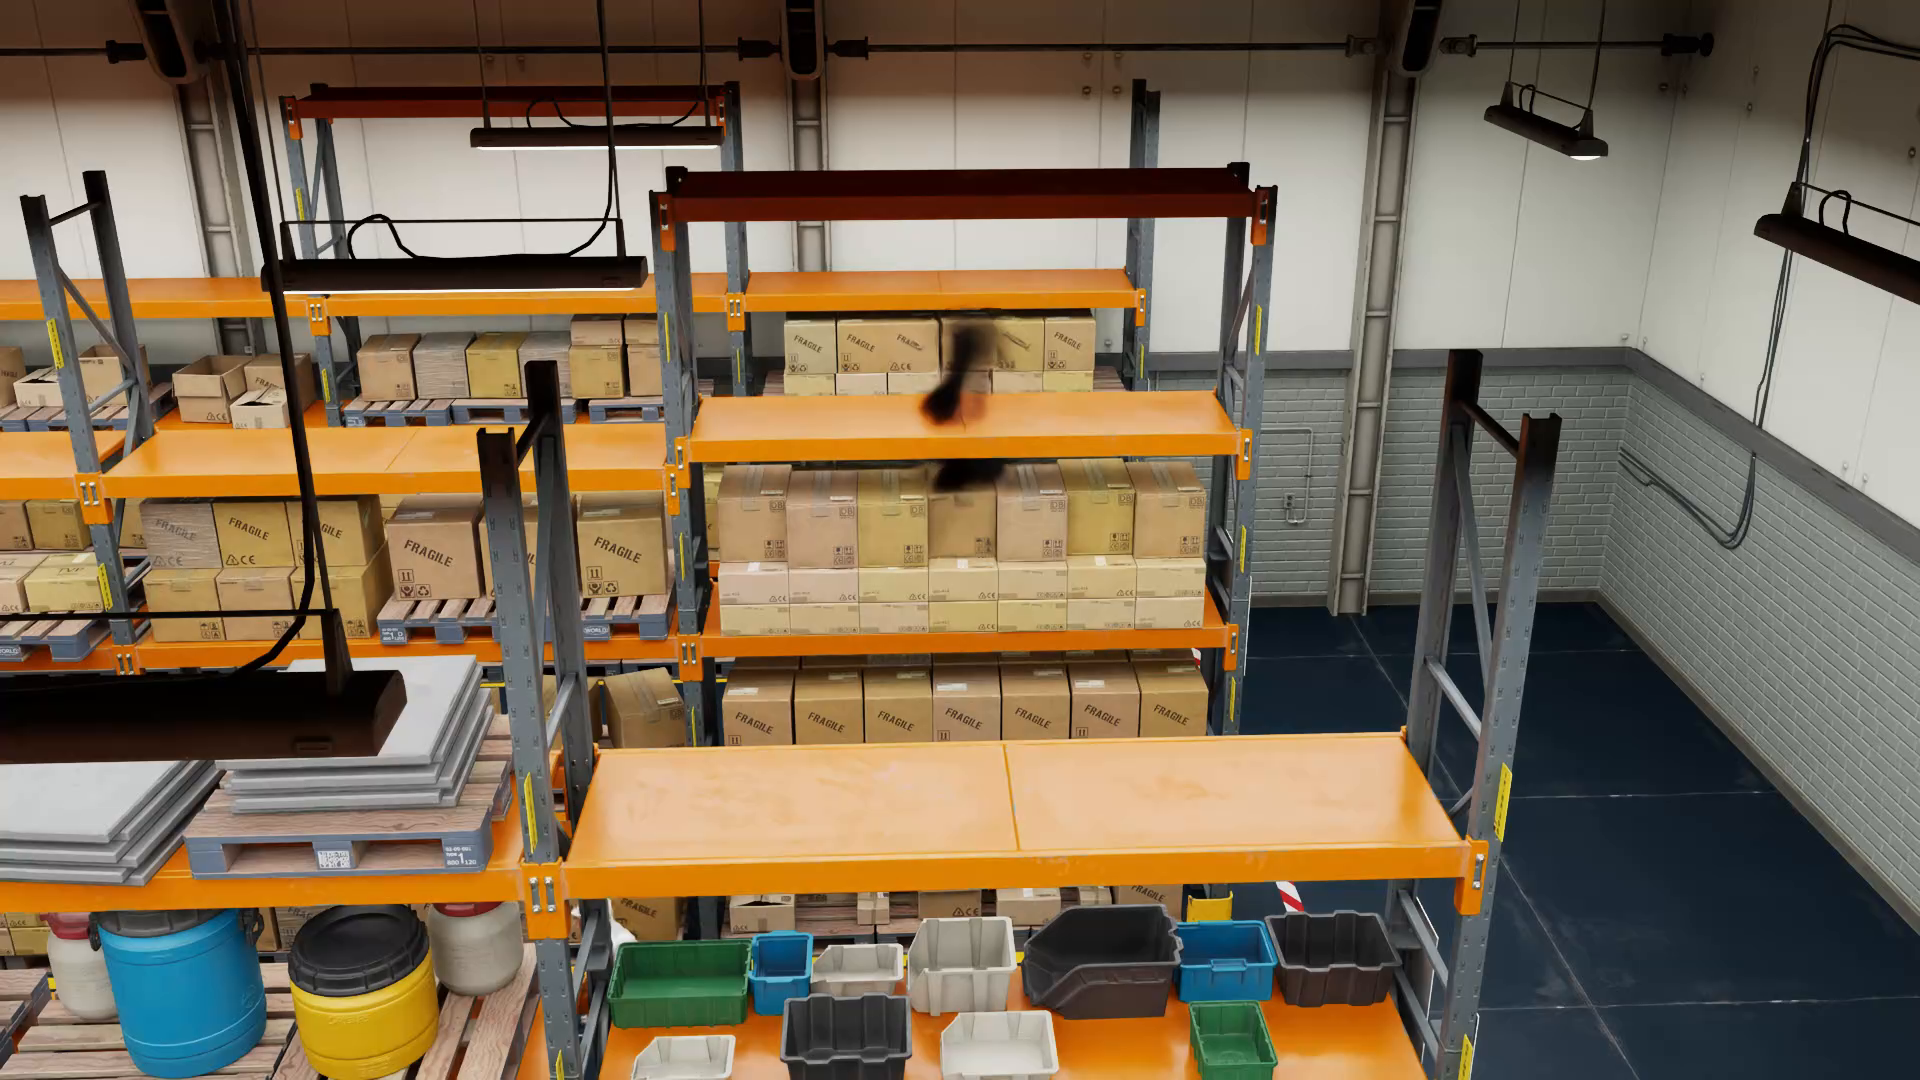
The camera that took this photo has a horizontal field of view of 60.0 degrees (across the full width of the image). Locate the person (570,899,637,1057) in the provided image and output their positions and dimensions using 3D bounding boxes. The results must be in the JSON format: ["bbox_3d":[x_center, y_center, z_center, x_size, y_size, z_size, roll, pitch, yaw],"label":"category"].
[{"bbox_3d":[-2.277,3.133,11.212,0.784,1.717,0.721,-20,30,-40],"label":"person"}]
